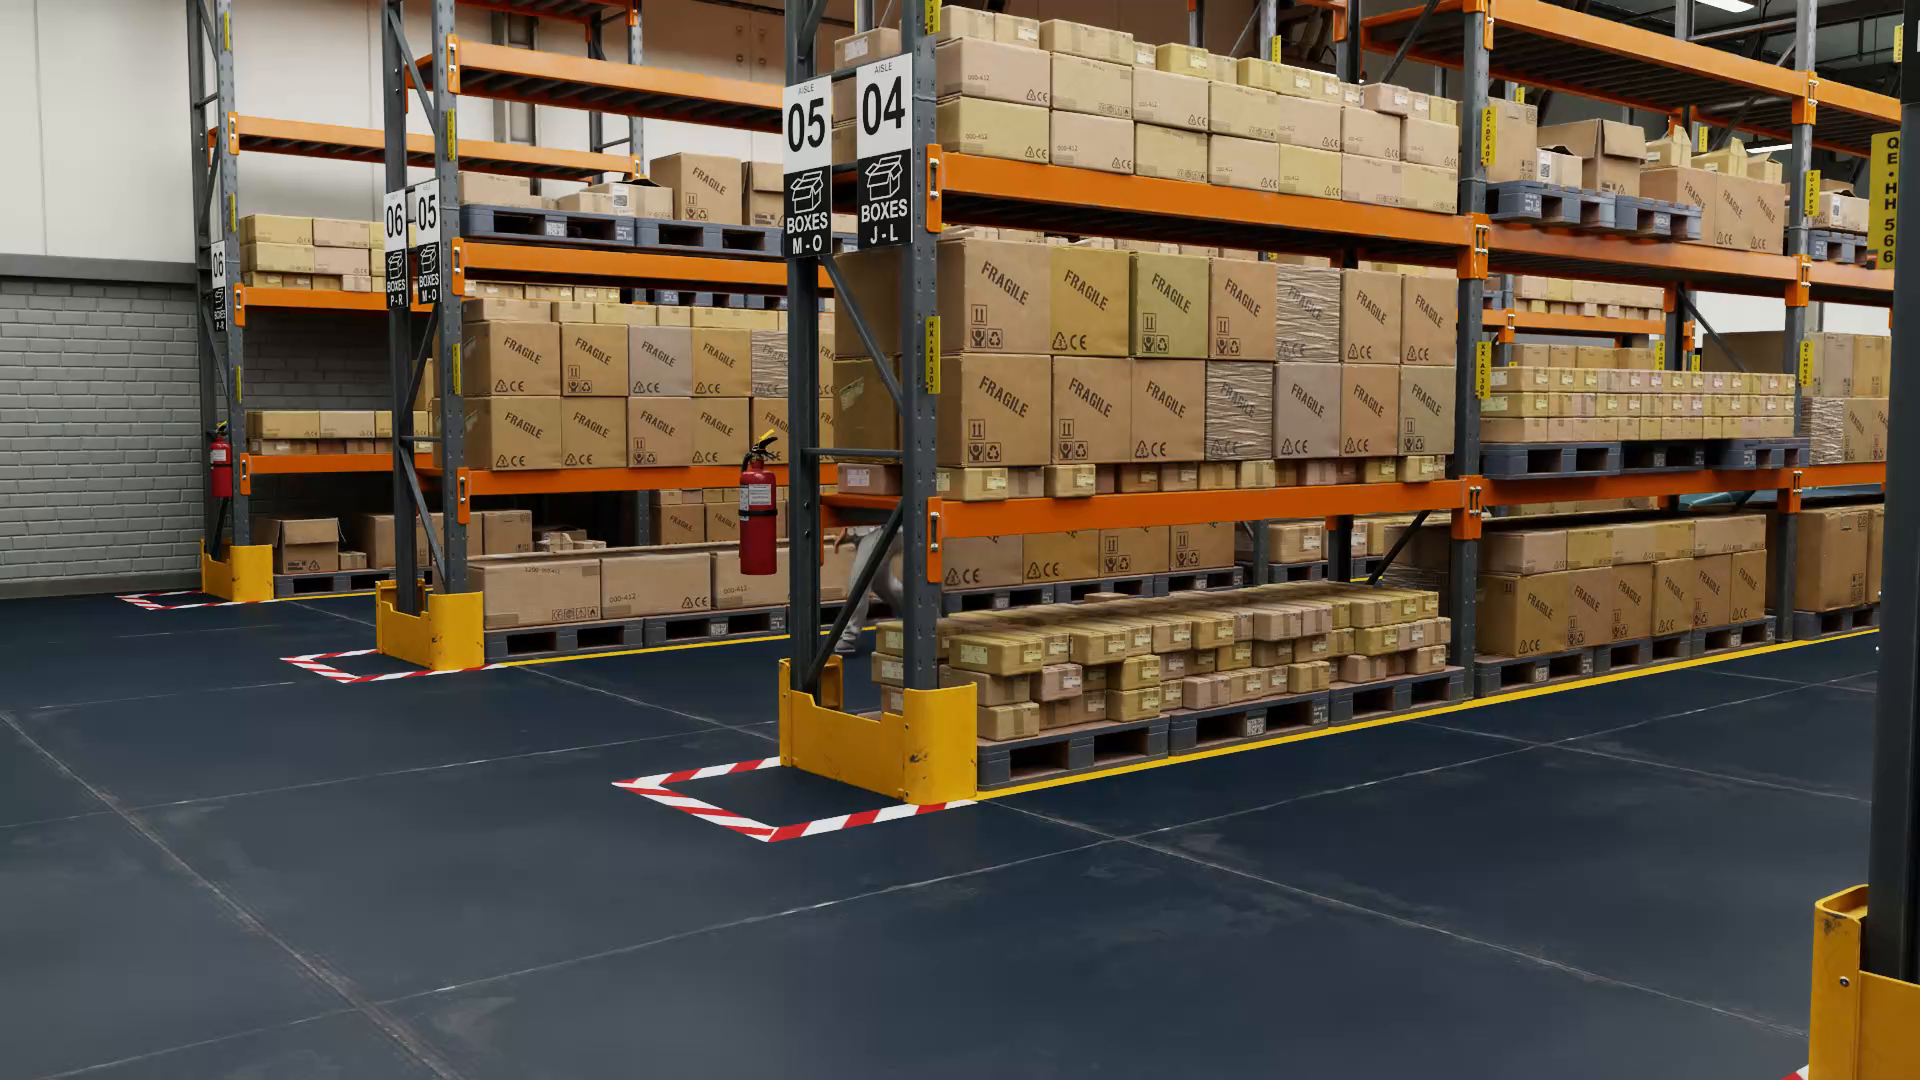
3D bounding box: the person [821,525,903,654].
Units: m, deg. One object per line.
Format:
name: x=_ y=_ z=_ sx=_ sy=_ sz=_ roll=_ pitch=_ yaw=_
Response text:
person: x=-0.611 y=-0.035 z=11.736 sx=1.037 sy=1.607 sz=0.503 roll=-3 pitch=5 yaw=-35
